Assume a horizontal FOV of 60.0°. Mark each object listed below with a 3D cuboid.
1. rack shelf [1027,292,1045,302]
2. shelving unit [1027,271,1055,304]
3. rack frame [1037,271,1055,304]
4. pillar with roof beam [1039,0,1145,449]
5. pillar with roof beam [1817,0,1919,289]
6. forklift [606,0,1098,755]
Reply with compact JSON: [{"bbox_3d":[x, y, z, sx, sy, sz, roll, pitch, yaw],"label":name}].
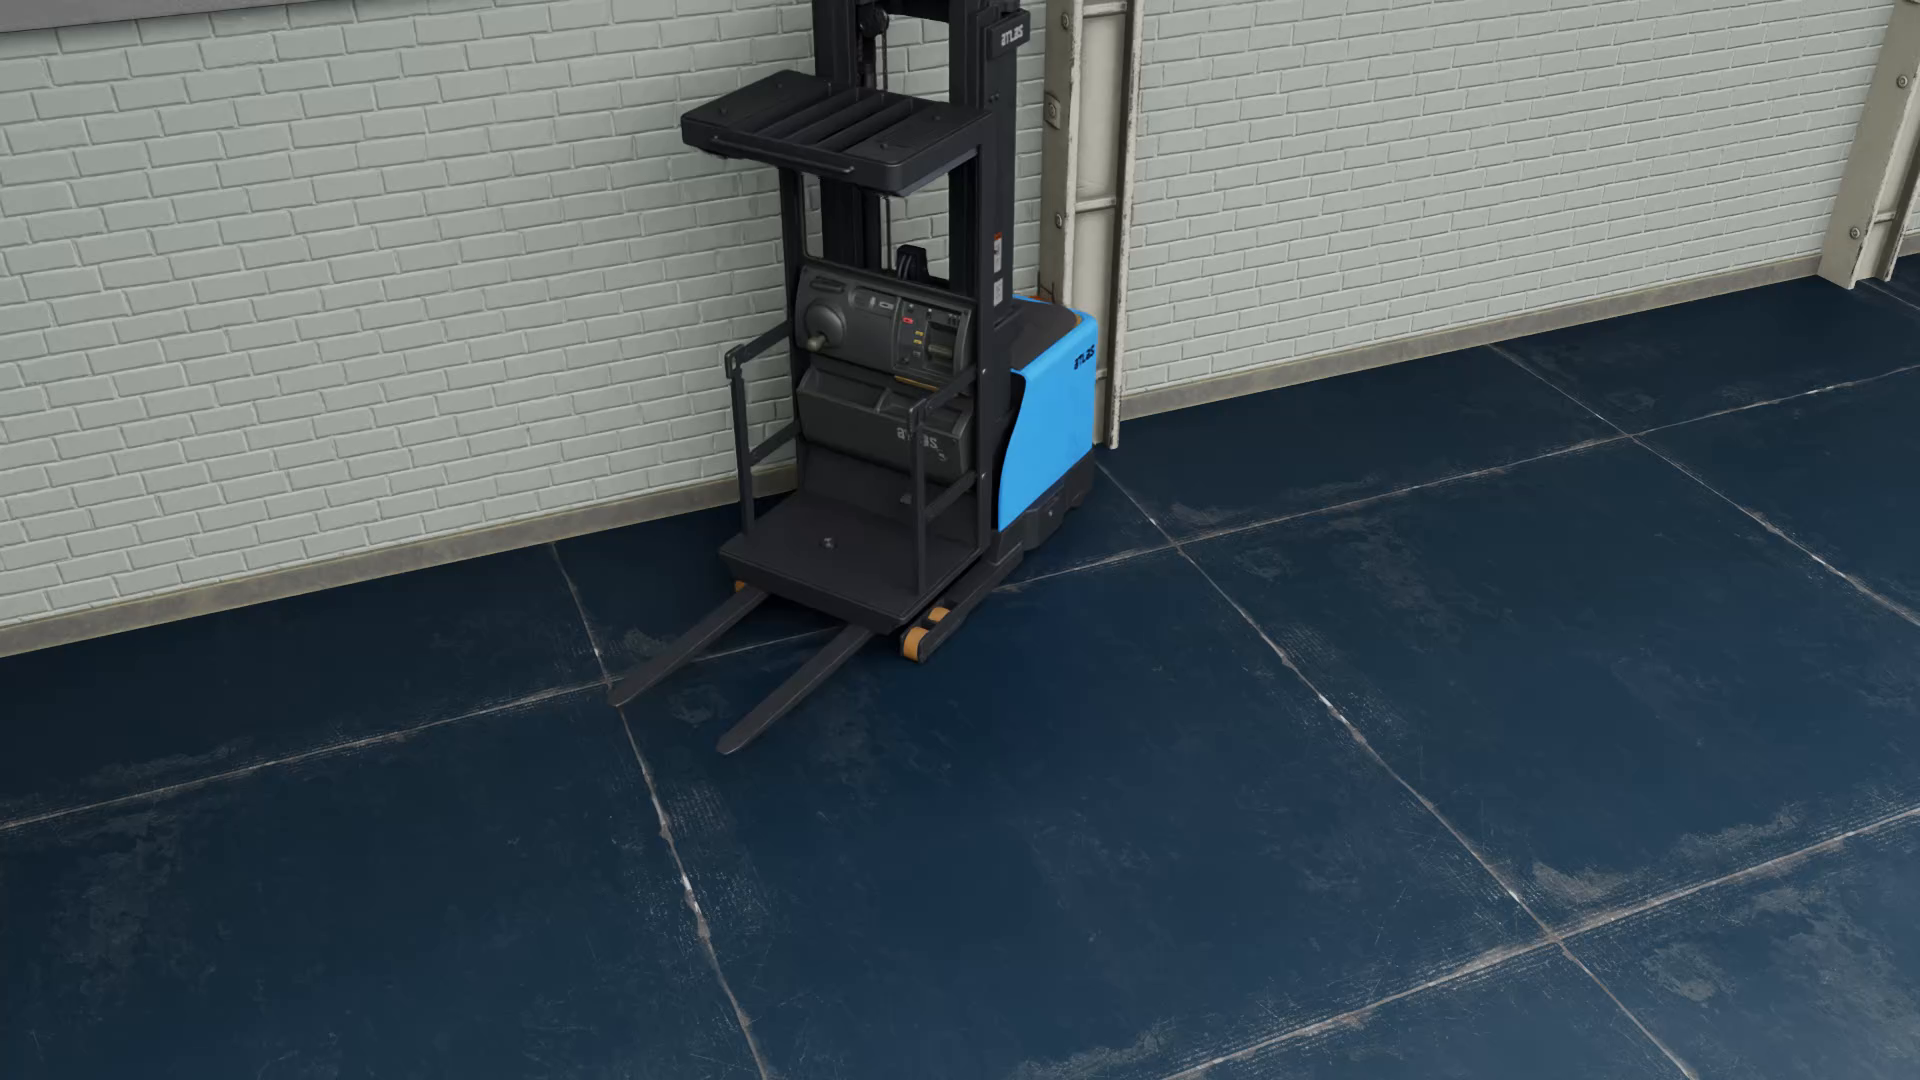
[{"bbox_3d":[0.357,-1.185,9.104,0.240,0.259,0.215,-12,32,-19],"label":"rack shelf"},{"bbox_3d":[0.360,-0.949,9.242,0.252,1.050,0.215,-12,32,-19],"label":"shelving unit"},{"bbox_3d":[0.472,-0.974,9.282,0.008,1.050,0.200,-12,32,-19],"label":"rack frame"},{"bbox_3d":[2.338,-2.176,3.843,0.400,9.000,9.100,-13,35,-19],"label":"pillar with roof beam"},{"bbox_3d":[7.870,-3.443,5.790,0.400,9.000,9.100,-13,35,-19],"label":"pillar with roof beam"},{"bbox_3d":[-0.471,-0.942,7.511,1.130,2.935,3.031,18,37,26],"label":"forklift"}]
